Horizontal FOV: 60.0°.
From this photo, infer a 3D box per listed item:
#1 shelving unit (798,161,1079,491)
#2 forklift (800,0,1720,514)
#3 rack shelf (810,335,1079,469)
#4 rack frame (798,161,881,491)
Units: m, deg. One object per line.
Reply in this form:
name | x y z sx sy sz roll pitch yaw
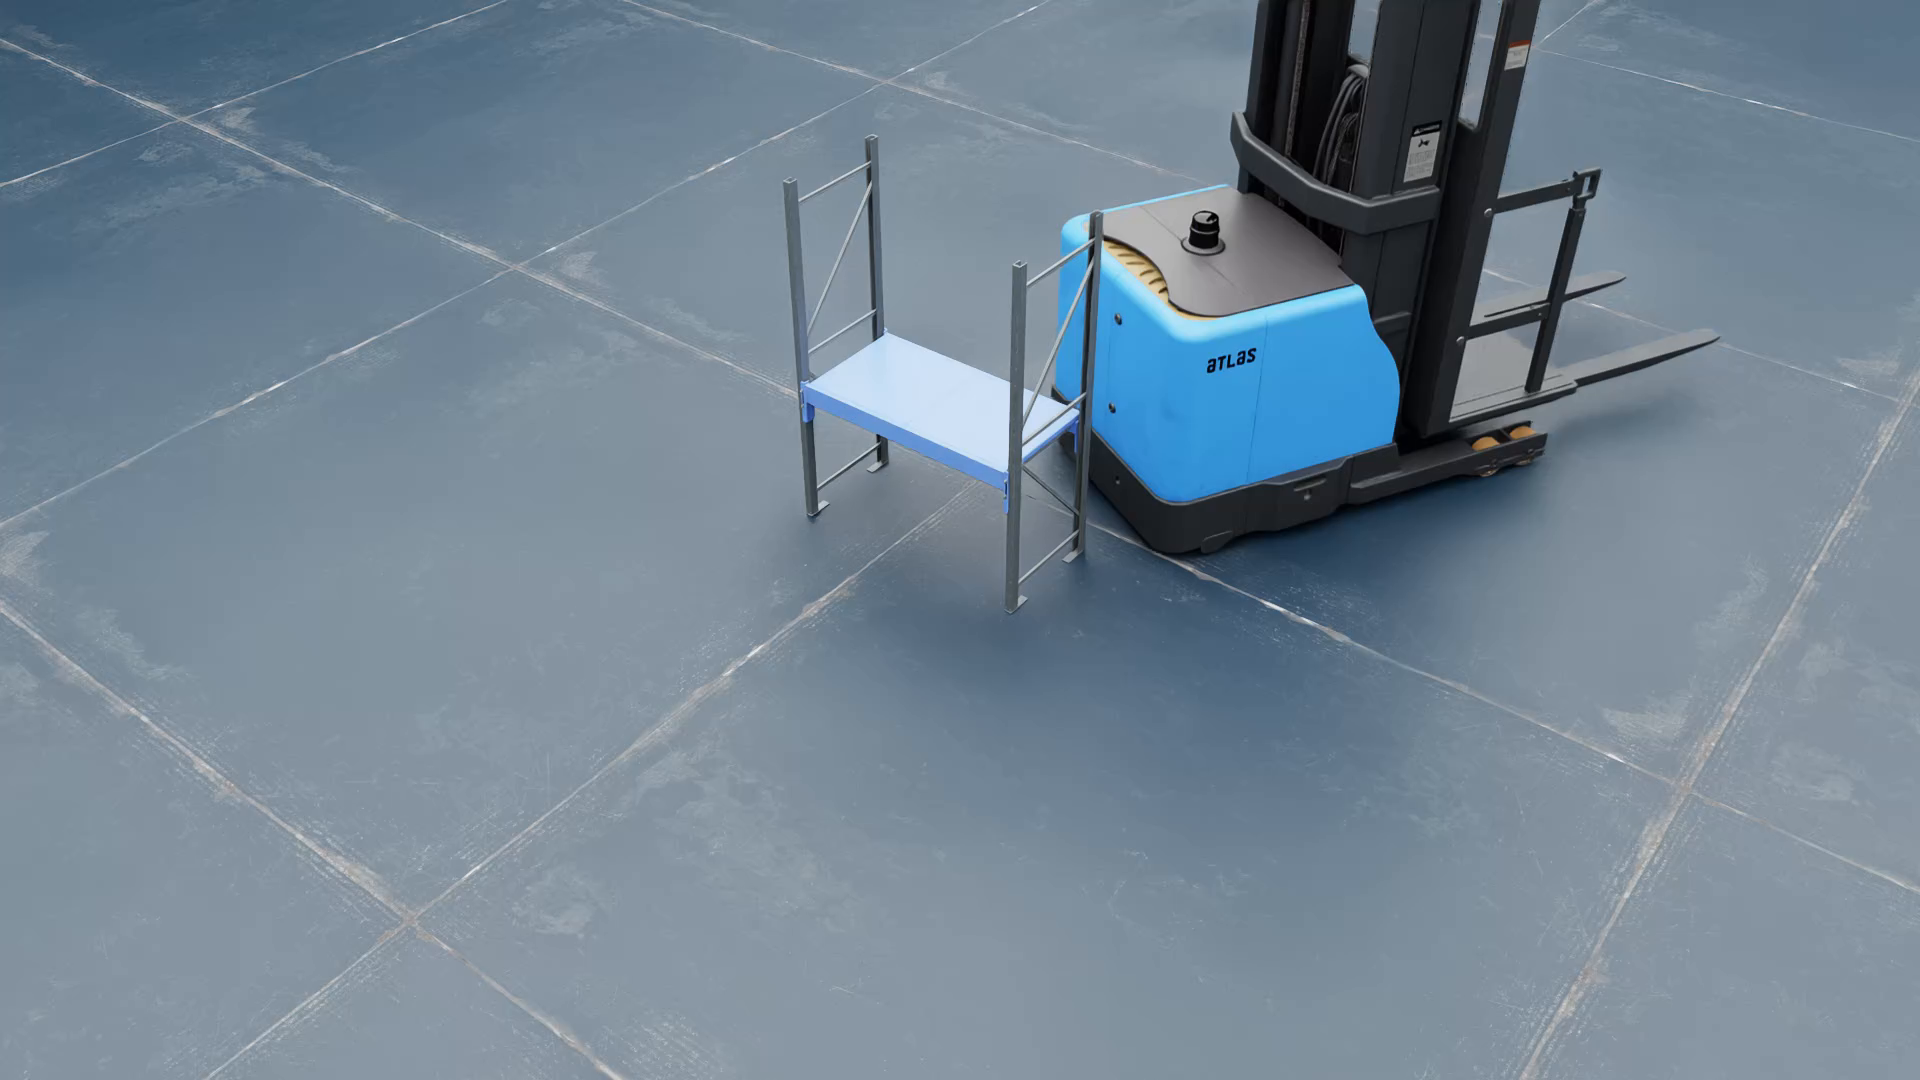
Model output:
shelving unit | -0.084 -0.629 6.337 0.991 1.308 0.475 25 45 29
forklift | 8.675 -0.806 4.860 15.967 3.598 10.324 -16 41 -19
rack shelf | -0.068 -0.519 6.409 0.952 0.062 0.459 25 45 29
rack frame | -0.473 -0.812 6.571 0.013 1.308 0.475 25 45 29
